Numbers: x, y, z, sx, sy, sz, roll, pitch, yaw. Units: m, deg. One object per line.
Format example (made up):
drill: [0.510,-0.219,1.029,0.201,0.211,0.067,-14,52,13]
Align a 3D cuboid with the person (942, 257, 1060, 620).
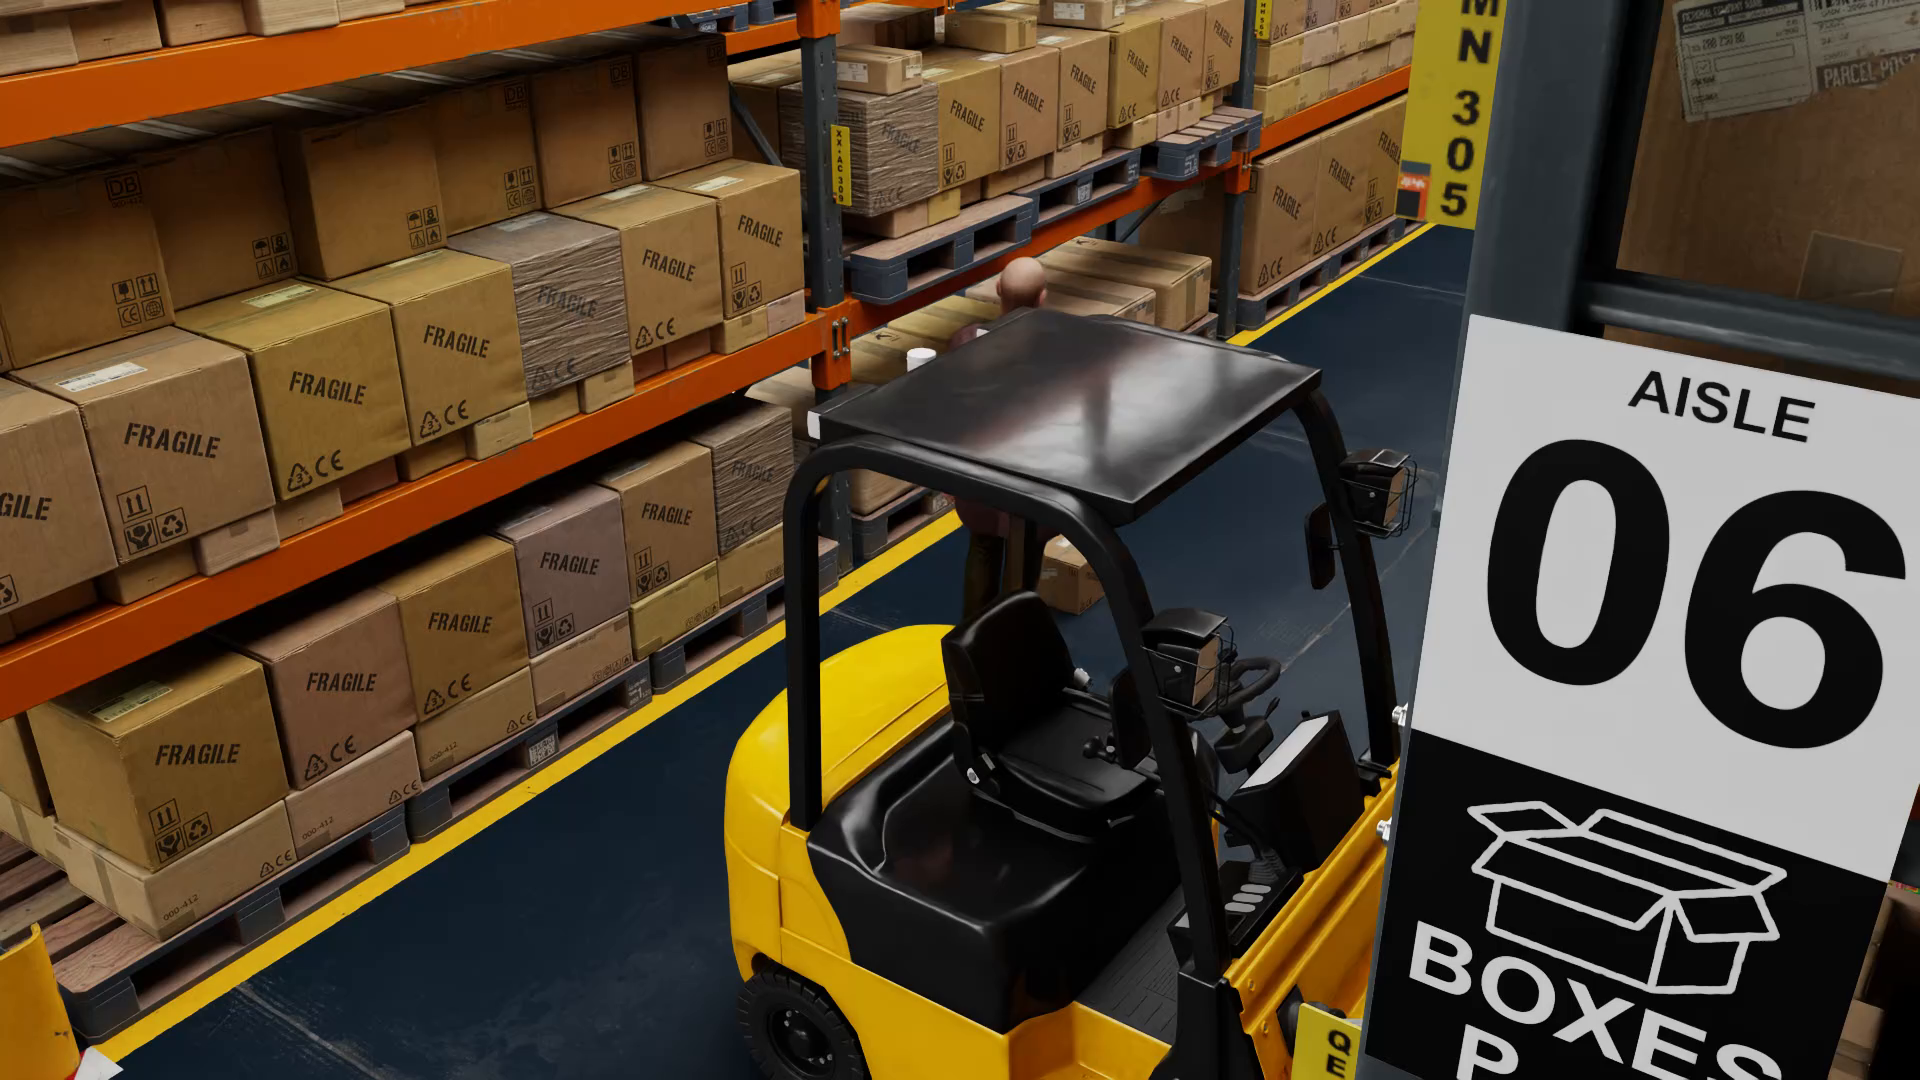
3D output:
person: [0.208,-0.265,6.661,0.614,1.814,0.545,9,28,17]
